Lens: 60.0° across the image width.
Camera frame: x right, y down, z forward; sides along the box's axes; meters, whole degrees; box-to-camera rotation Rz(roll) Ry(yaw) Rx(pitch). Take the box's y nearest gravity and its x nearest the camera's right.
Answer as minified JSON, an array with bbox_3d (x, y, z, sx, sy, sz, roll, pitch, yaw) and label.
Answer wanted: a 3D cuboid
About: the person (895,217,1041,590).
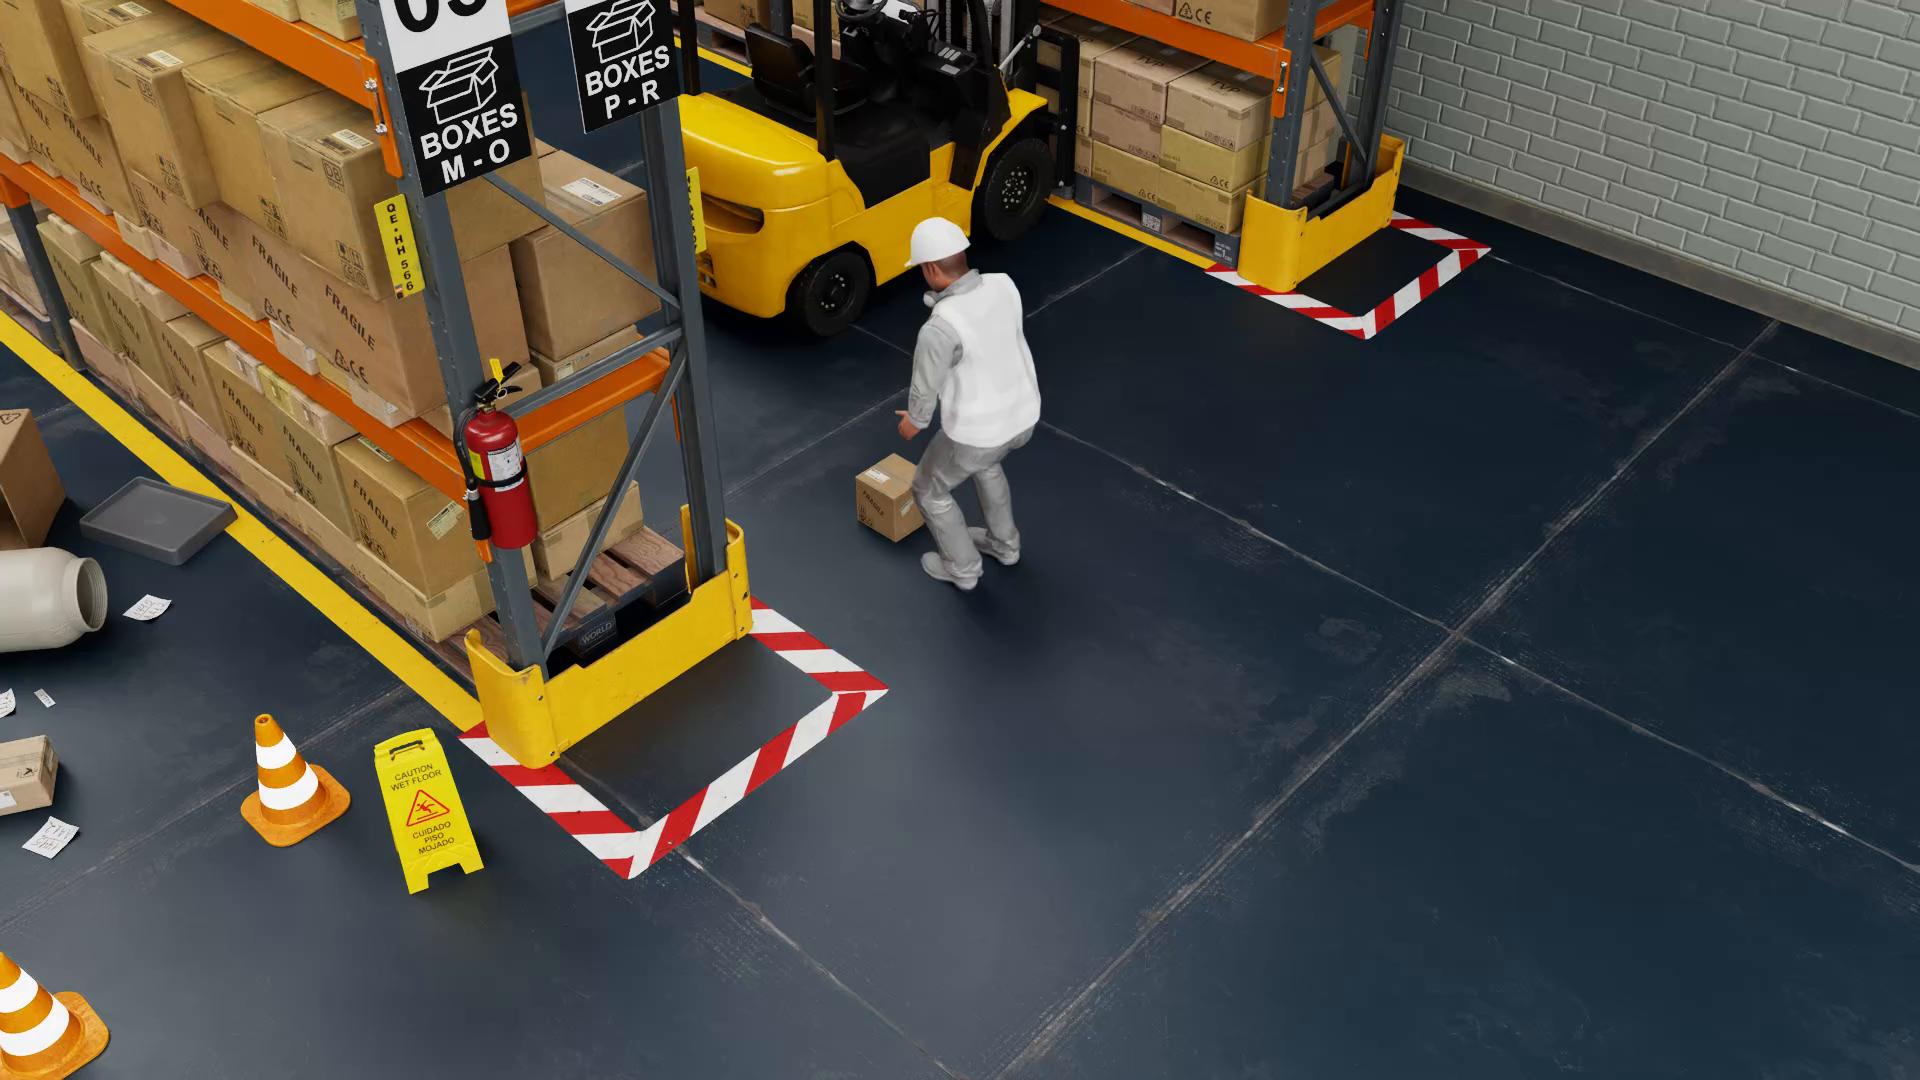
[{"bbox_3d":[0.023,-0.531,6.880,0.559,1.665,0.574,31,48,32],"label":"person"}]
